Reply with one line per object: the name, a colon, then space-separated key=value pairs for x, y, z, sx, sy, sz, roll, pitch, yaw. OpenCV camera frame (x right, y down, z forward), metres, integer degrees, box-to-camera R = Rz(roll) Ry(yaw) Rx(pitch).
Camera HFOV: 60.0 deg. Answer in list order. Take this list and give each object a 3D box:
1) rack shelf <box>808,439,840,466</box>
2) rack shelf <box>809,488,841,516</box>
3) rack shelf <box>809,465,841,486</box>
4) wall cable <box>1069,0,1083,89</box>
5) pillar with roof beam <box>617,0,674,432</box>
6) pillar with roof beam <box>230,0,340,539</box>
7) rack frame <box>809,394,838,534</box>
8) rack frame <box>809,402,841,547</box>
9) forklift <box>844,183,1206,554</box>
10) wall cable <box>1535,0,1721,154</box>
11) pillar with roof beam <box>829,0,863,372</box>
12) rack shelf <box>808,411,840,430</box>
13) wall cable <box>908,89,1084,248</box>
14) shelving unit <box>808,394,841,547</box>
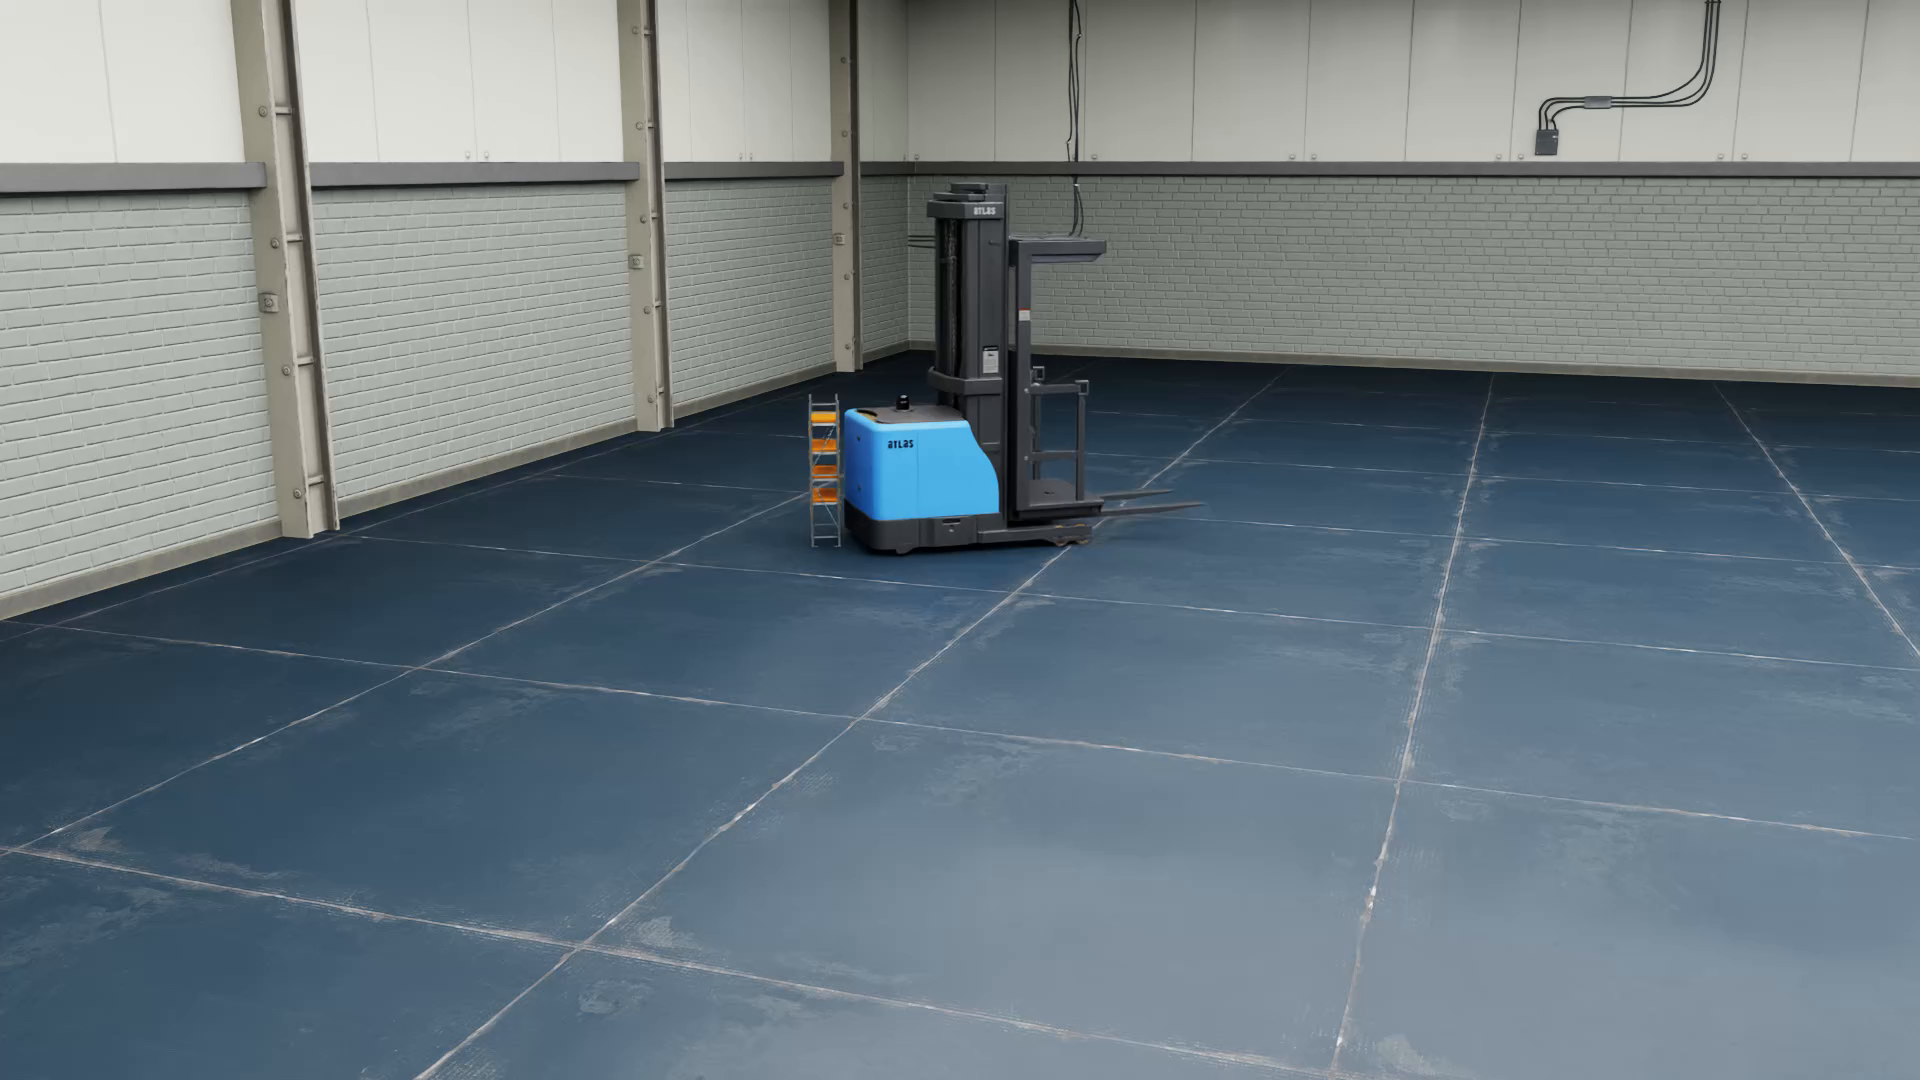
rack shelf: x=-1.127 y=-0.736 z=13.811 sx=0.258 sy=0.148 sz=0.480 roll=-1 pitch=13 yaw=-5
rack shelf: x=-1.127 y=-0.324 z=13.905 sx=0.258 sy=0.148 sz=0.480 roll=-1 pitch=13 yaw=-5
rack shelf: x=-1.127 y=-0.517 z=13.861 sx=0.258 sy=0.148 sz=0.480 roll=-1 pitch=13 yaw=-5
wall cable: x=3.070 y=-8.257 z=25.571 sx=3.097 sy=2.526 sz=0.112 roll=4 pitch=14 yaw=18
pillar with roof beam: x=0.437 y=-5.405 z=17.447 sx=9.100 sy=9.000 sz=0.400 roll=4 pitch=14 yaw=18
pillar with roof beam: x=-1.504 y=-4.142 z=11.912 sx=9.100 sy=9.000 sz=0.400 roll=4 pitch=14 yaw=18
rack frame: x=-1.148 y=-0.637 z=14.083 sx=0.240 sy=1.200 sz=0.015 roll=-1 pitch=13 yaw=-5
rack frame: x=-1.107 y=-0.529 z=13.609 sx=0.240 sy=1.200 sz=0.015 roll=-1 pitch=13 yaw=-5
forklift: x=0.586 y=-1.491 z=13.932 sx=3.031 sy=2.935 sz=1.130 roll=-4 pitch=14 yaw=-18
wall cable: x=9.487 y=-8.475 z=23.253 sx=2.305 sy=6.003 sz=0.169 roll=4 pitch=14 yaw=18
pillar with roof beam: x=2.379 y=-6.669 z=22.982 sx=9.100 sy=9.000 sz=0.400 roll=4 pitch=14 yaw=18
rack shelf: x=-1.128 y=-0.966 z=13.758 sx=0.258 sy=0.148 sz=0.480 roll=-1 pitch=13 yaw=-5
wall cable: x=0.510 y=-5.990 z=26.986 sx=3.097 sy=2.526 sz=0.112 roll=4 pitch=14 yaw=18
shelving unit: x=-1.127 y=-0.583 z=13.846 sx=0.258 sy=1.200 sz=0.503 roll=-1 pitch=13 yaw=-5
